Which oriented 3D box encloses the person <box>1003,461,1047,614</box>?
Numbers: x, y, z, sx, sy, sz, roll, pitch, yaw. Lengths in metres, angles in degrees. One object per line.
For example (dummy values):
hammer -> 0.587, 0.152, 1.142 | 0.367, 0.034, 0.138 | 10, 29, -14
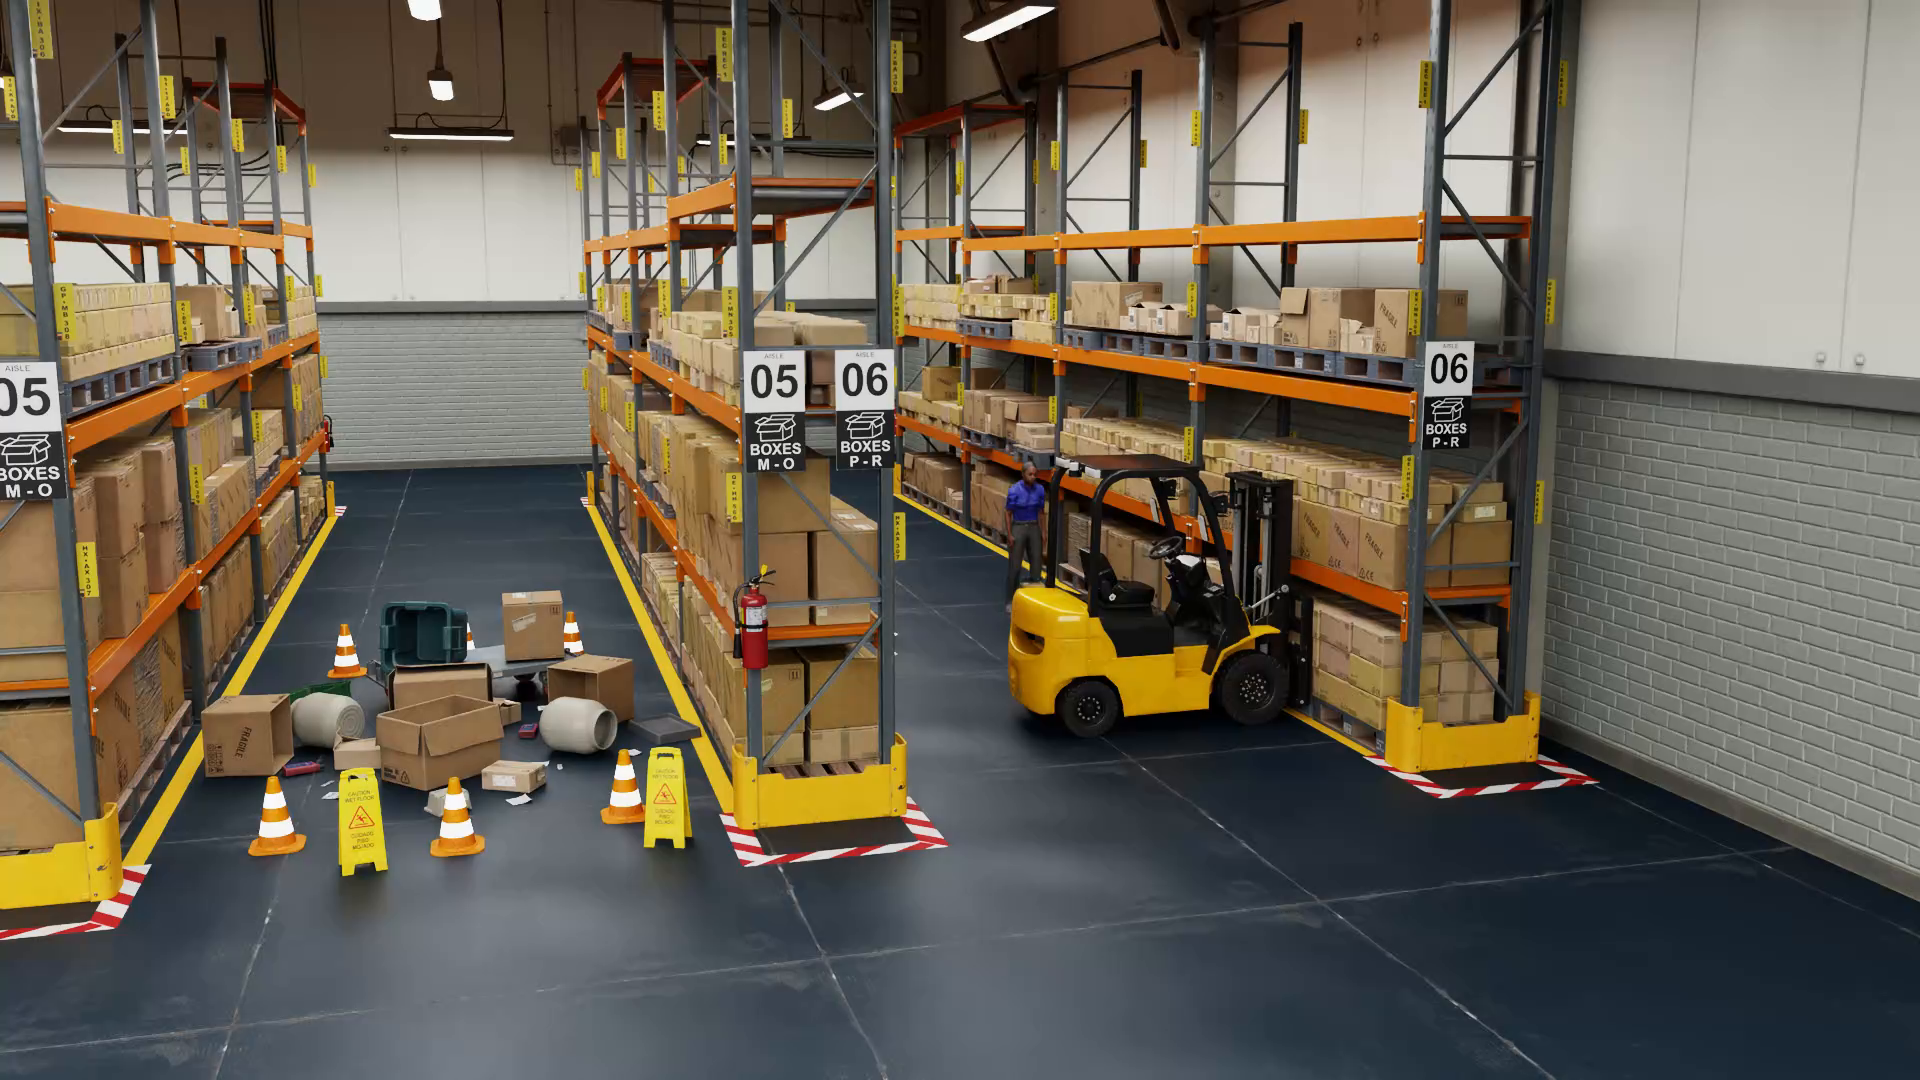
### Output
person -> 0.705, -0.042, 18.146 | 0.526, 1.655, 0.349 | -3, 10, -20
